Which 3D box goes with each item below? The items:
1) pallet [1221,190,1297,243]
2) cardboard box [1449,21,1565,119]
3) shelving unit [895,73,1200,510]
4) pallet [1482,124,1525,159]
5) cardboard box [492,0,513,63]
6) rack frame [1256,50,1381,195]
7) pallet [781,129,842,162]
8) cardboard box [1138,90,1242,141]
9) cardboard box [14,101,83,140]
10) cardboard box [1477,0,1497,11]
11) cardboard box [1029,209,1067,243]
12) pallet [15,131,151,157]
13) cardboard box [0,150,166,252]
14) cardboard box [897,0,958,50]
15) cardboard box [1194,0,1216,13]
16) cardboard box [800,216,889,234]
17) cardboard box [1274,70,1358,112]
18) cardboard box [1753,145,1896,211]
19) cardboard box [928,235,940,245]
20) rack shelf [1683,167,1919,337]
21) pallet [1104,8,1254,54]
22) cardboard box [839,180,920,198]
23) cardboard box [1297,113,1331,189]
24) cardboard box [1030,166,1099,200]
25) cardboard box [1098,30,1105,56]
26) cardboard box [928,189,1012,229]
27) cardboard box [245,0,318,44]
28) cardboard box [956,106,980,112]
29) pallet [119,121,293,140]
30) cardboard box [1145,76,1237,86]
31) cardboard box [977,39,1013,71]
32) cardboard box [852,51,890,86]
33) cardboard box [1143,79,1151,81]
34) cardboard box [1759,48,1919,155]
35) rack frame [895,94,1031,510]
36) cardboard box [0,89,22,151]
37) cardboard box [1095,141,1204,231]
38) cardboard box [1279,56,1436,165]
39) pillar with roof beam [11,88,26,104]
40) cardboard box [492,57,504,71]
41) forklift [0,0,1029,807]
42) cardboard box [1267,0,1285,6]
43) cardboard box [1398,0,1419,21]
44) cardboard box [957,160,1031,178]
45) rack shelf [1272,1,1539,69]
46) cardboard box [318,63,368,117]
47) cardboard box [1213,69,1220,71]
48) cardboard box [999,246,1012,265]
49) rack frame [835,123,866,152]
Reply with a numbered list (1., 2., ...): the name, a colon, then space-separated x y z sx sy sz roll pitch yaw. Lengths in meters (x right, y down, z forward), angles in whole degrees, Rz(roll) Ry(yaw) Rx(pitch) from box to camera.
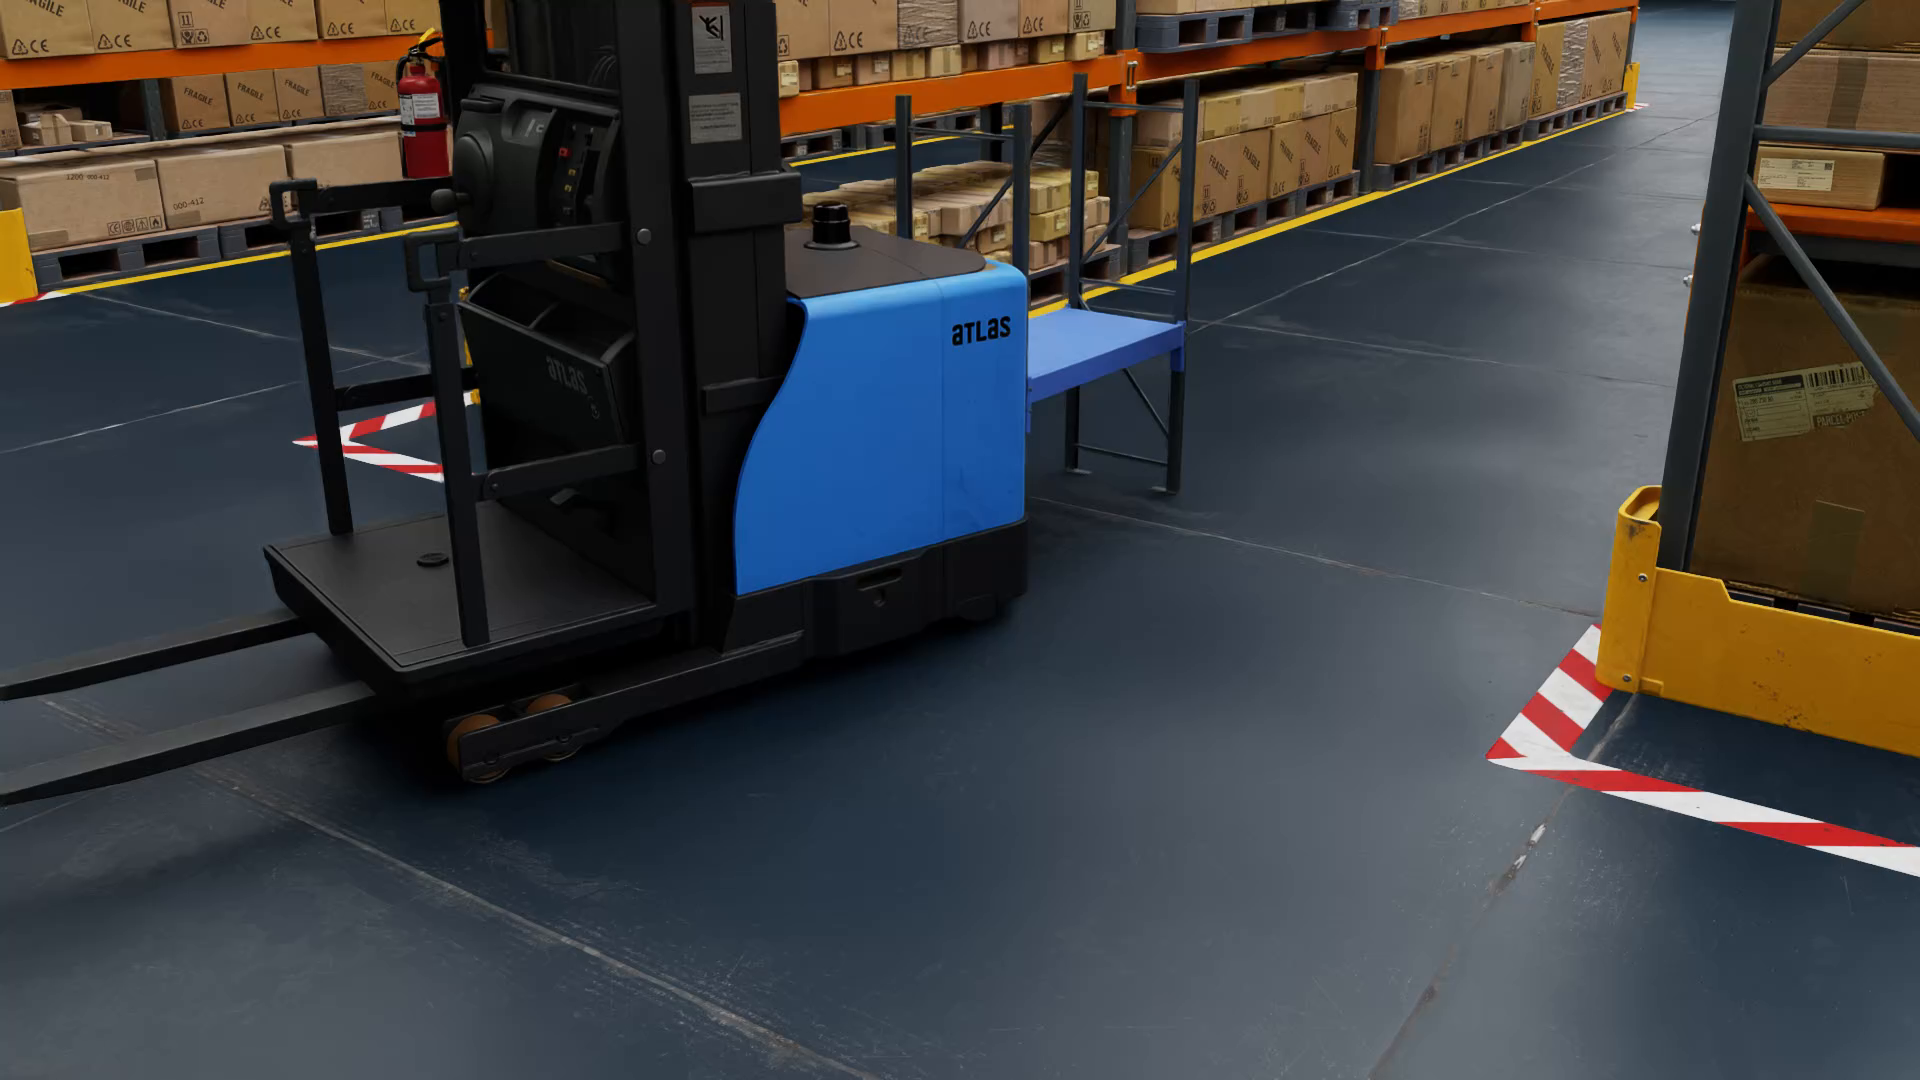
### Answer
1. pallet: 1.689 -2.358 11.836 1.003 0.211 1.213 13 24 32
2. cardboard box: 5.475 -4.753 16.749 0.875 0.875 0.875 14 24 33
3. shelving unit: 0.310 -0.786 5.728 0.538 1.500 1.048 15 25 34
4. pallet: 4.693 -3.842 15.848 1.003 0.211 1.213 13 24 32
5. cardboard box: -1.642 -2.309 7.110 0.500 0.500 0.500 14 24 33
6. rack frame: 2.815 -4.238 12.900 1.000 3.000 0.127 13 24 32
7. pallet: -1.841 -3.655 15.343 1.003 0.211 1.213 13 24 32
8. cardboard box: 1.498 -2.781 10.876 0.500 0.250 0.500 14 25 33
9. cardboard box: -8.258 -3.786 14.948 0.500 0.311 0.500 14 25 34
10. cardboard box: 4.424 -4.941 14.655 0.500 0.500 0.500 14 24 32
11. cardboard box: 0.375 -1.777 9.321 0.380 0.149 0.250 12 24 30
12. pallet: -8.078 -3.489 14.894 1.003 0.211 1.213 13 24 32
13. cardboard box: -5.544 -2.084 10.162 0.875 0.438 0.875 12 24 30
14. cardboard box: -0.354 -2.648 8.028 0.500 0.500 0.500 13 24 30
15. cardboard box: 1.320 -3.274 10.049 0.380 0.149 0.250 14 24 33
16. cardboard box: -0.568 -1.481 8.091 0.380 0.149 0.250 14 25 34
17. cardboard box: 2.648 -3.367 12.462 0.500 0.250 0.500 13 24 31
18. cardboard box: 2.291 -0.995 4.494 0.380 0.149 0.250 14 24 33
19. cardboard box: -0.327 -1.506 8.589 0.380 0.149 0.250 15 25 34
20. rack shelf: 3.488 -1.183 5.677 1.077 0.370 4.000 13 24 32
21. pallet: 1.117 -3.192 10.346 1.003 0.211 1.213 13 24 32
22. cardboard box: -0.442 -1.885 9.184 0.380 0.149 0.250 14 24 33
23. cardboard box: 2.367 -2.875 12.211 0.500 0.500 0.500 14 25 34
24. cardboard box: 0.582 -2.077 9.702 0.380 0.149 0.250 14 25 33
25. cardboard box: 0.600 -2.845 9.496 0.380 0.149 0.250 13 24 31
26. cardboard box: 0.051 -1.768 8.867 0.380 0.149 0.250 12 23 29
27. cardboard box: -4.495 -3.448 10.619 0.500 0.500 0.500 14 25 34
28. cardboard box: -0.170 -4.729 17.409 0.950 0.372 0.625 14 25 34
29. pallet: -7.265 -3.927 16.077 1.003 0.211 1.213 13 24 32
30. cardboard box: 1.654 -3.179 11.953 0.500 0.250 0.500 13 24 32
31. cardboard box: 0.052 -2.532 8.649 0.380 0.149 0.250 12 23 30
32. cardboard box: -0.557 -2.242 7.863 0.380 0.149 0.250 13 24 31
33. cardboard box: 2.055 -5.655 20.086 0.500 0.250 0.500 13 24 31
34. cardboard box: 2.417 -1.207 4.491 0.500 0.250 0.500 13 24 31
35. rack frame: 0.004 -0.645 5.347 0.500 1.500 0.032 15 25 34
36. cardboard box: -8.421 -3.564 14.073 0.700 0.500 0.500 12 24 30
37. cardboard box: 1.202 -2.276 10.591 0.500 0.500 0.500 14 25 34
38. cardboard box: 3.232 -3.537 13.642 1.050 0.750 0.750 13 24 31
39. pillar with roof beam: -5.267 -6.944 11.567 9.100 9.000 0.400 13 24 32
40. cardboard box: -3.301 -3.421 13.147 0.875 0.875 0.875 14 25 33
41. forklift: -1.268 -0.977 4.182 3.031 2.935 1.130 -15 25 -35
42. cardboard box: 1.898 -3.569 10.846 0.380 0.149 0.250 13 24 31
43. cardboard box: 3.291 -4.361 13.088 0.500 0.500 0.500 14 24 32
44. cardboard box: 0.202 -2.171 9.957 0.380 0.149 0.250 14 25 34
45. rack shelf: 3.940 -4.475 14.576 1.077 0.370 4.000 13 24 32
46. cardboard box: -6.361 -4.558 16.762 0.500 0.500 0.500 12 24 30
47. cardboard box: 2.641 -5.193 19.081 0.500 0.500 0.500 -6 21 -15
48. cardboard box: 0.069 -1.573 9.198 0.380 0.149 0.250 13 24 31
49. rack frame: -1.335 -5.175 15.431 1.000 3.000 0.127 13 24 32
